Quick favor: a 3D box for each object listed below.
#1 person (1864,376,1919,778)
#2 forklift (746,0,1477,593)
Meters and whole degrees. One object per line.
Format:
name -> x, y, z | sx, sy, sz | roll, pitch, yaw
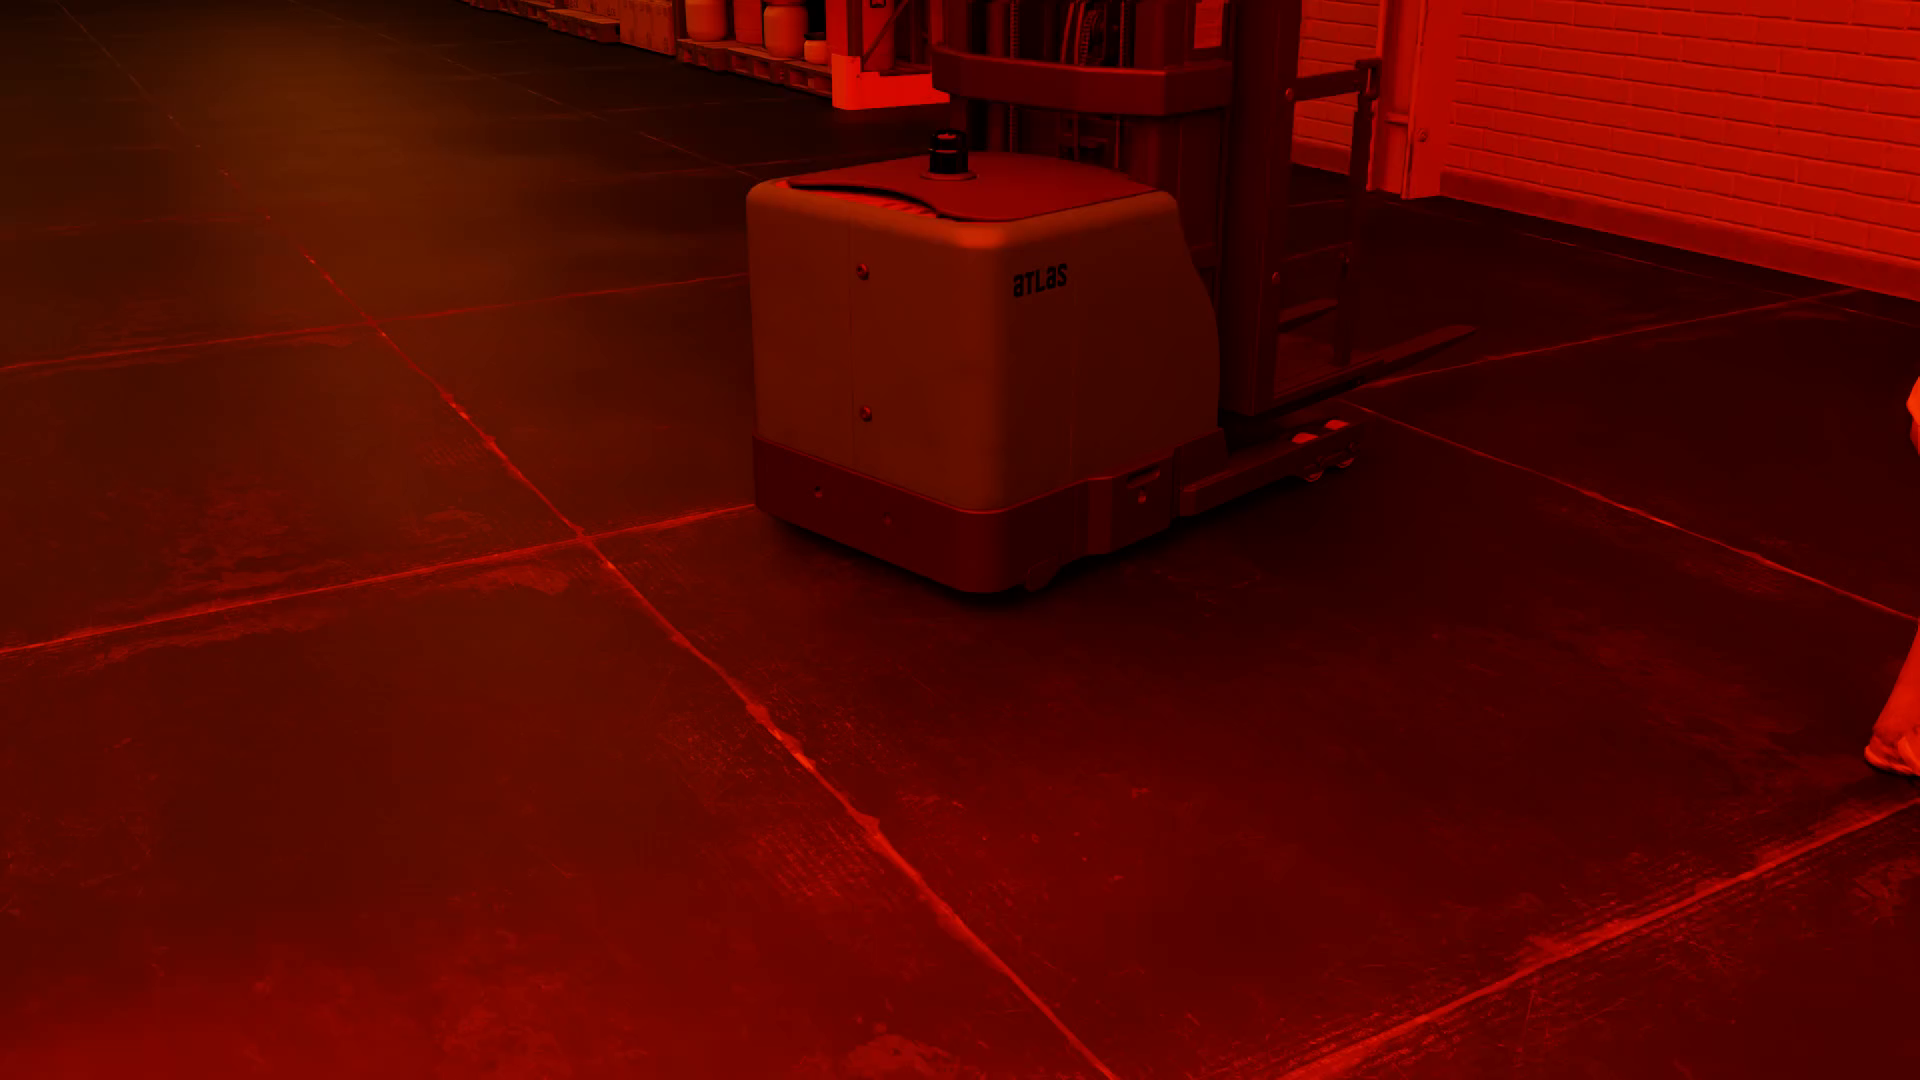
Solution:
person -> 2.241, -0.203, 3.514 | 0.461, 1.658, 0.733 | 8, 24, 19
forklift -> 0.752, -1.673, 5.351 | 1.130, 2.935, 3.031 | 21, 30, 41
